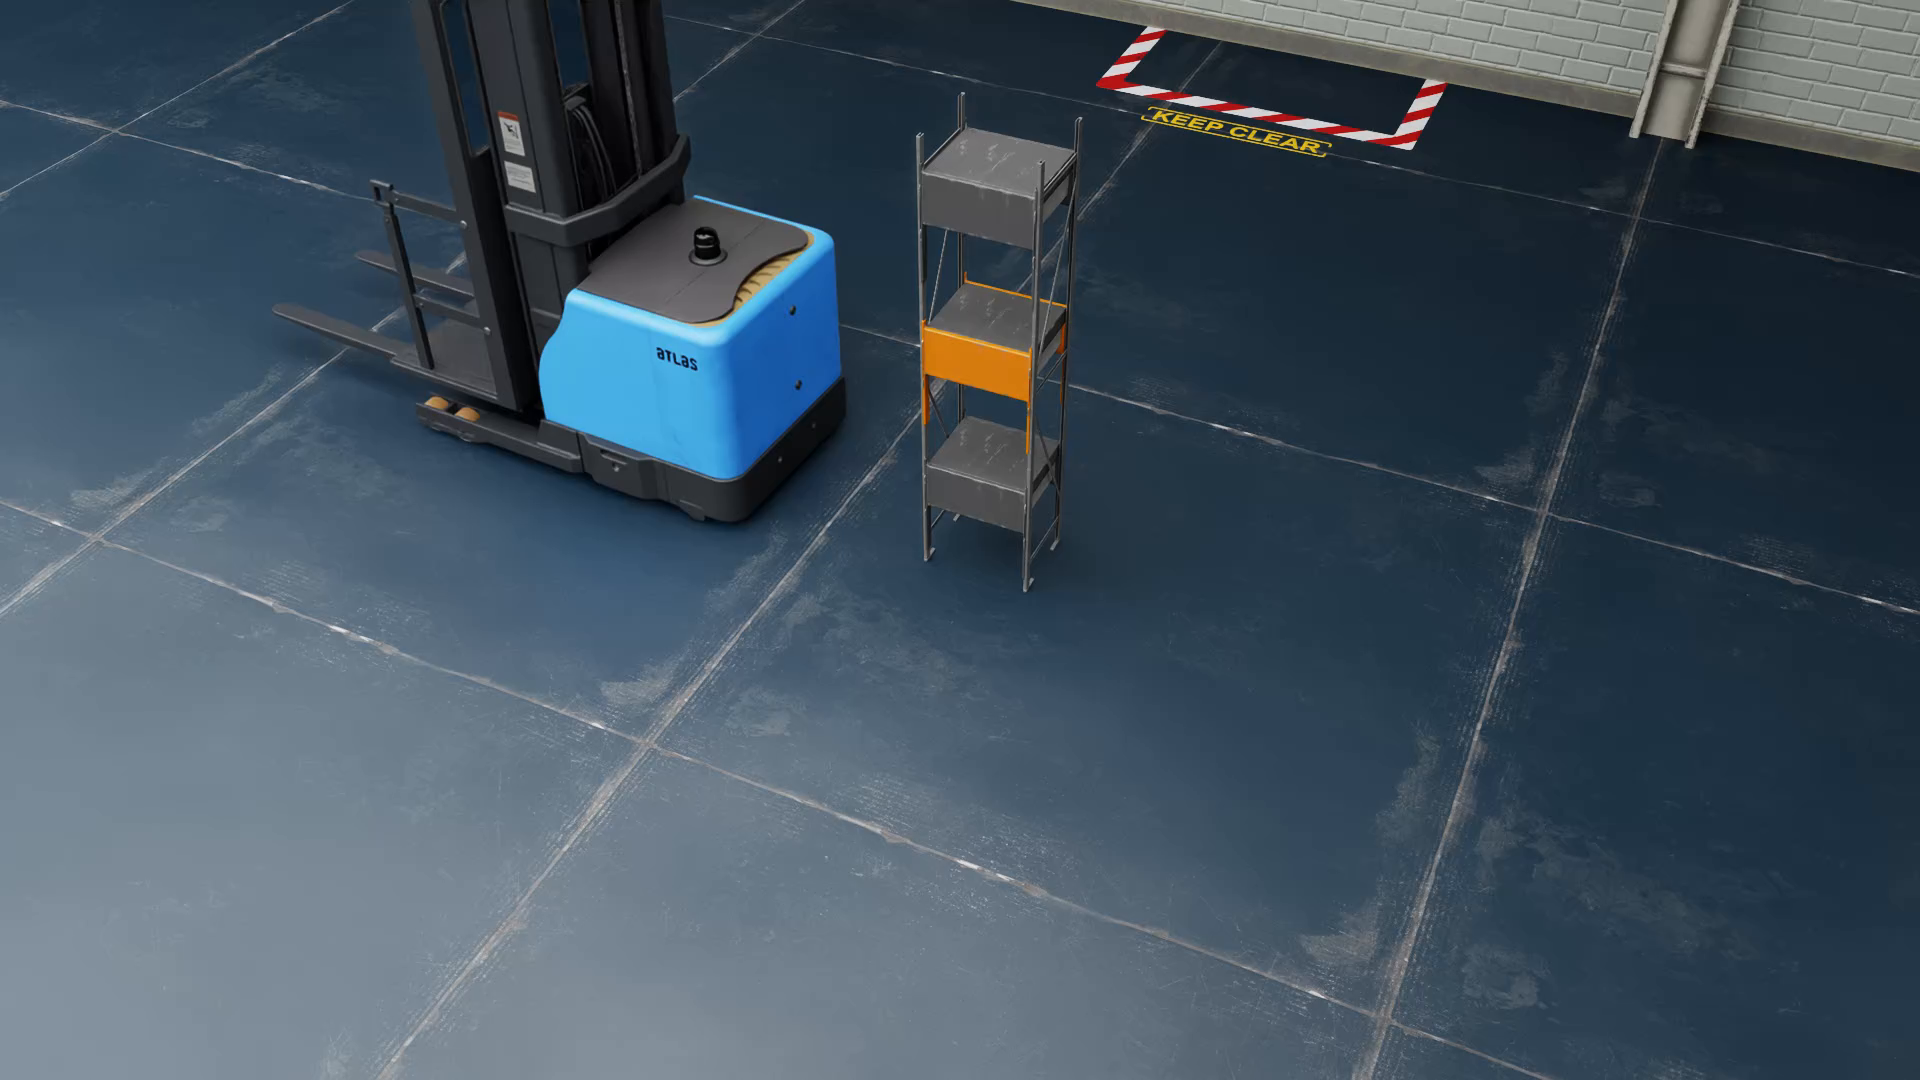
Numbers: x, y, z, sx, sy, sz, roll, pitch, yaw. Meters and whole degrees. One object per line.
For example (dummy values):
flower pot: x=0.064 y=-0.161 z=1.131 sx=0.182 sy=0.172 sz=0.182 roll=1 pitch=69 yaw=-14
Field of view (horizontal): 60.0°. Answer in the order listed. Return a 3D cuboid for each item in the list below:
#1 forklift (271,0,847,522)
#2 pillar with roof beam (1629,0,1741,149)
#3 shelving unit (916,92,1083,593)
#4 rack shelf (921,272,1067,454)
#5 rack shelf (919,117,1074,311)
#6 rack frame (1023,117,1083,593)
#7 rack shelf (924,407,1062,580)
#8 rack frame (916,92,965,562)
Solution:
forklift: x=-2.109 y=-1.877 z=7.562 sx=3.031 sy=2.935 sz=1.130 roll=19 pitch=44 yaw=21
pillar with roof beam: x=2.689 y=-3.455 z=4.750 sx=0.400 sy=9.000 sz=9.100 roll=17 pitch=44 yaw=19
shelving unit: x=0.150 y=-0.748 z=6.893 sx=0.503 sy=2.100 sz=0.431 roll=17 pitch=44 yaw=19
rack shelf: x=0.150 y=-0.737 z=6.902 sx=0.480 sy=0.518 sz=0.431 roll=17 pitch=44 yaw=19
rack shelf: x=0.150 y=-1.266 z=6.444 sx=0.480 sy=0.518 sz=0.431 roll=17 pitch=44 yaw=19
rack frame: x=0.371 y=-0.680 z=6.815 sx=0.015 sy=2.100 sz=0.400 roll=17 pitch=44 yaw=19
rack shelf: x=0.150 y=-0.208 z=7.361 sx=0.480 sy=0.518 sz=0.431 roll=17 pitch=44 yaw=19
rack frame: x=-0.071 y=-0.815 z=6.971 sx=0.015 sy=2.100 sz=0.400 roll=17 pitch=44 yaw=19
